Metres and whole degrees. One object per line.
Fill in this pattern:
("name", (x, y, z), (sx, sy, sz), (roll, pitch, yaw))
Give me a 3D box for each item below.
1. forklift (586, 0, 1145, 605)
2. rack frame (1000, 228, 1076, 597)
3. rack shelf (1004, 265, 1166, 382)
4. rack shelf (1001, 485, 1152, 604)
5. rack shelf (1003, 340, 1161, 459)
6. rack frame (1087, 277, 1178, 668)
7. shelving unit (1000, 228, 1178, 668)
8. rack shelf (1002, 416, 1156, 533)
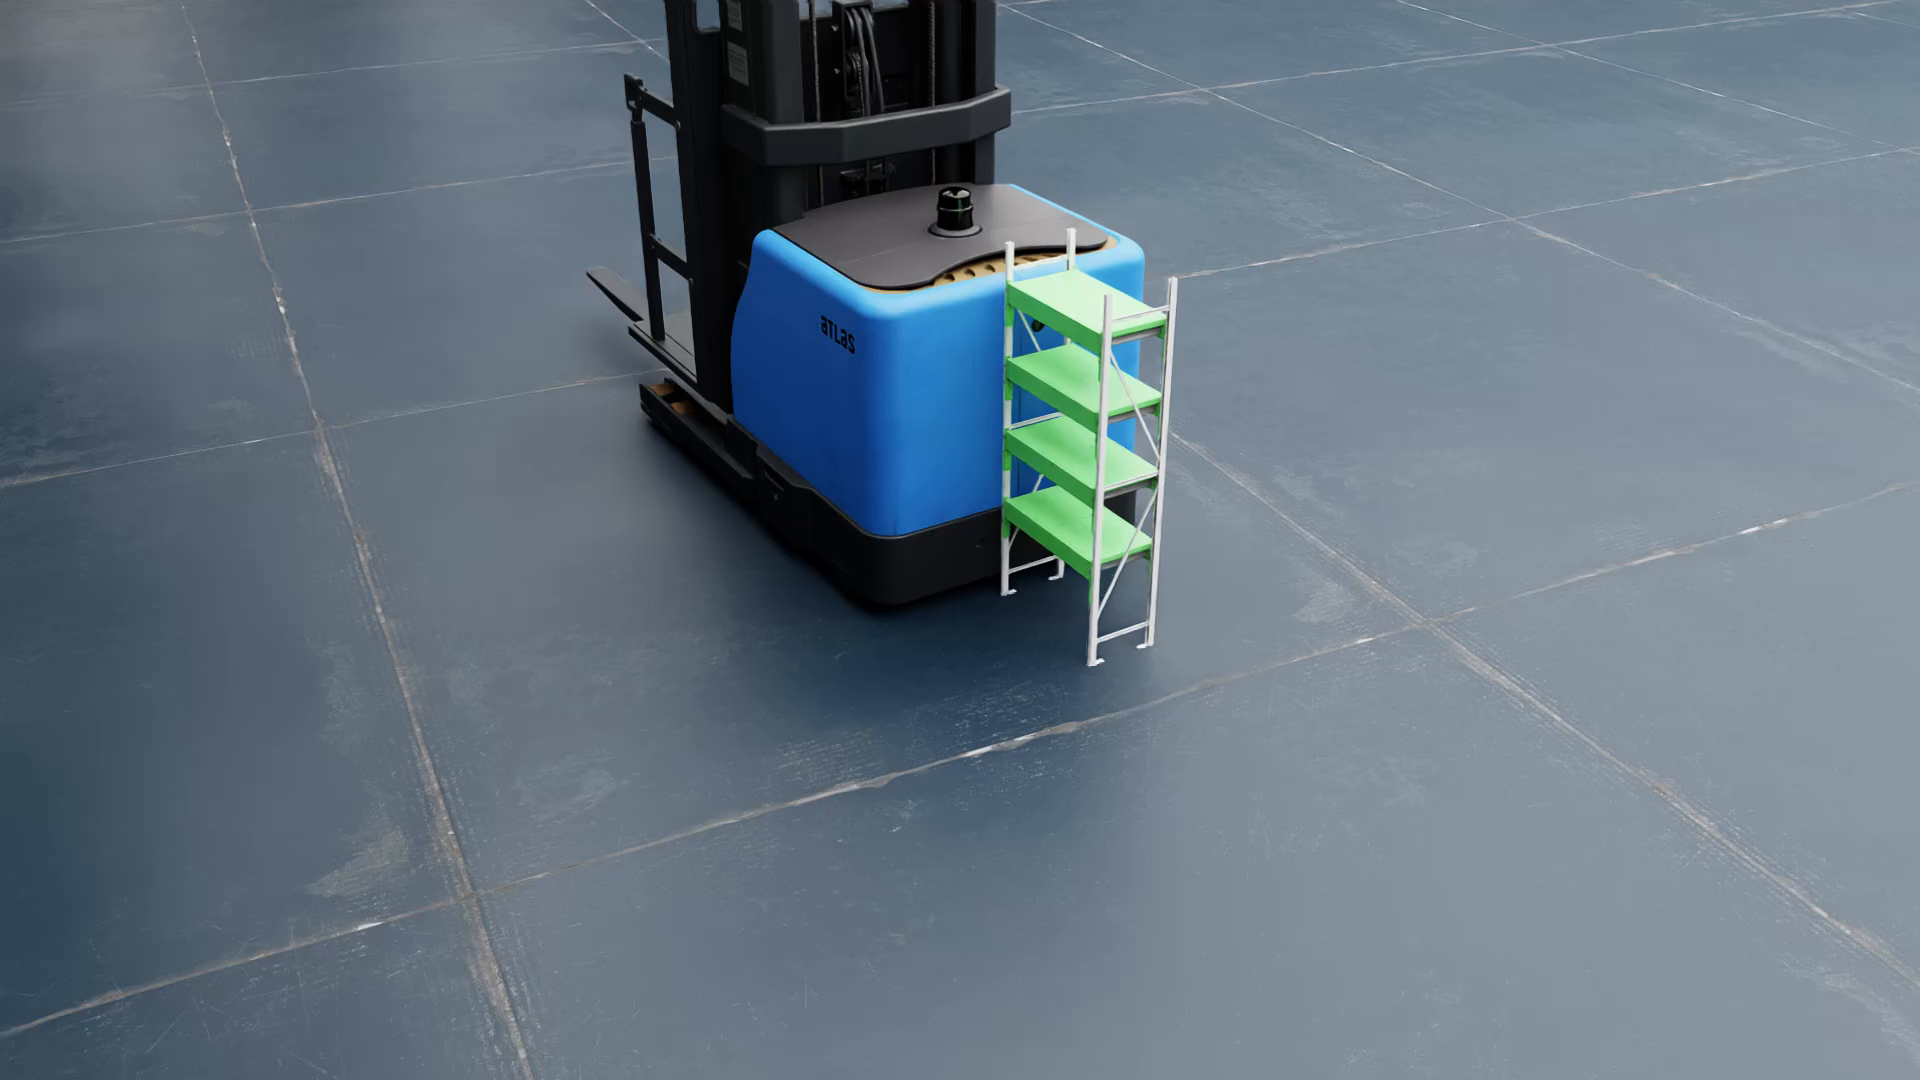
("forklift", (-0.601, -1.756, 5.886), (1.130, 2.935, 3.031), (-17, 33, -27))
("rack frame", (0.238, -0.372, 5.186), (0.240, 1.200, 0.015), (-17, 33, -27))
("rack shelf", (0.366, -0.633, 4.801), (0.258, 0.148, 0.480), (-17, 33, -27))
("rack shelf", (0.366, -0.005, 5.154), (0.258, 0.148, 0.480), (-17, 33, -27))
("rack shelf", (0.366, -0.424, 4.919), (0.258, 0.148, 0.480), (-17, 33, -27))
("rack frame", (0.494, -0.168, 4.824), (0.240, 1.200, 0.015), (-17, 33, -27))
("shelving unit", (0.366, -0.270, 5.005), (0.258, 1.200, 0.503), (-17, 33, -27))
("rack shelf", (0.366, -0.214, 5.036), (0.258, 0.148, 0.480), (-17, 33, -27))
